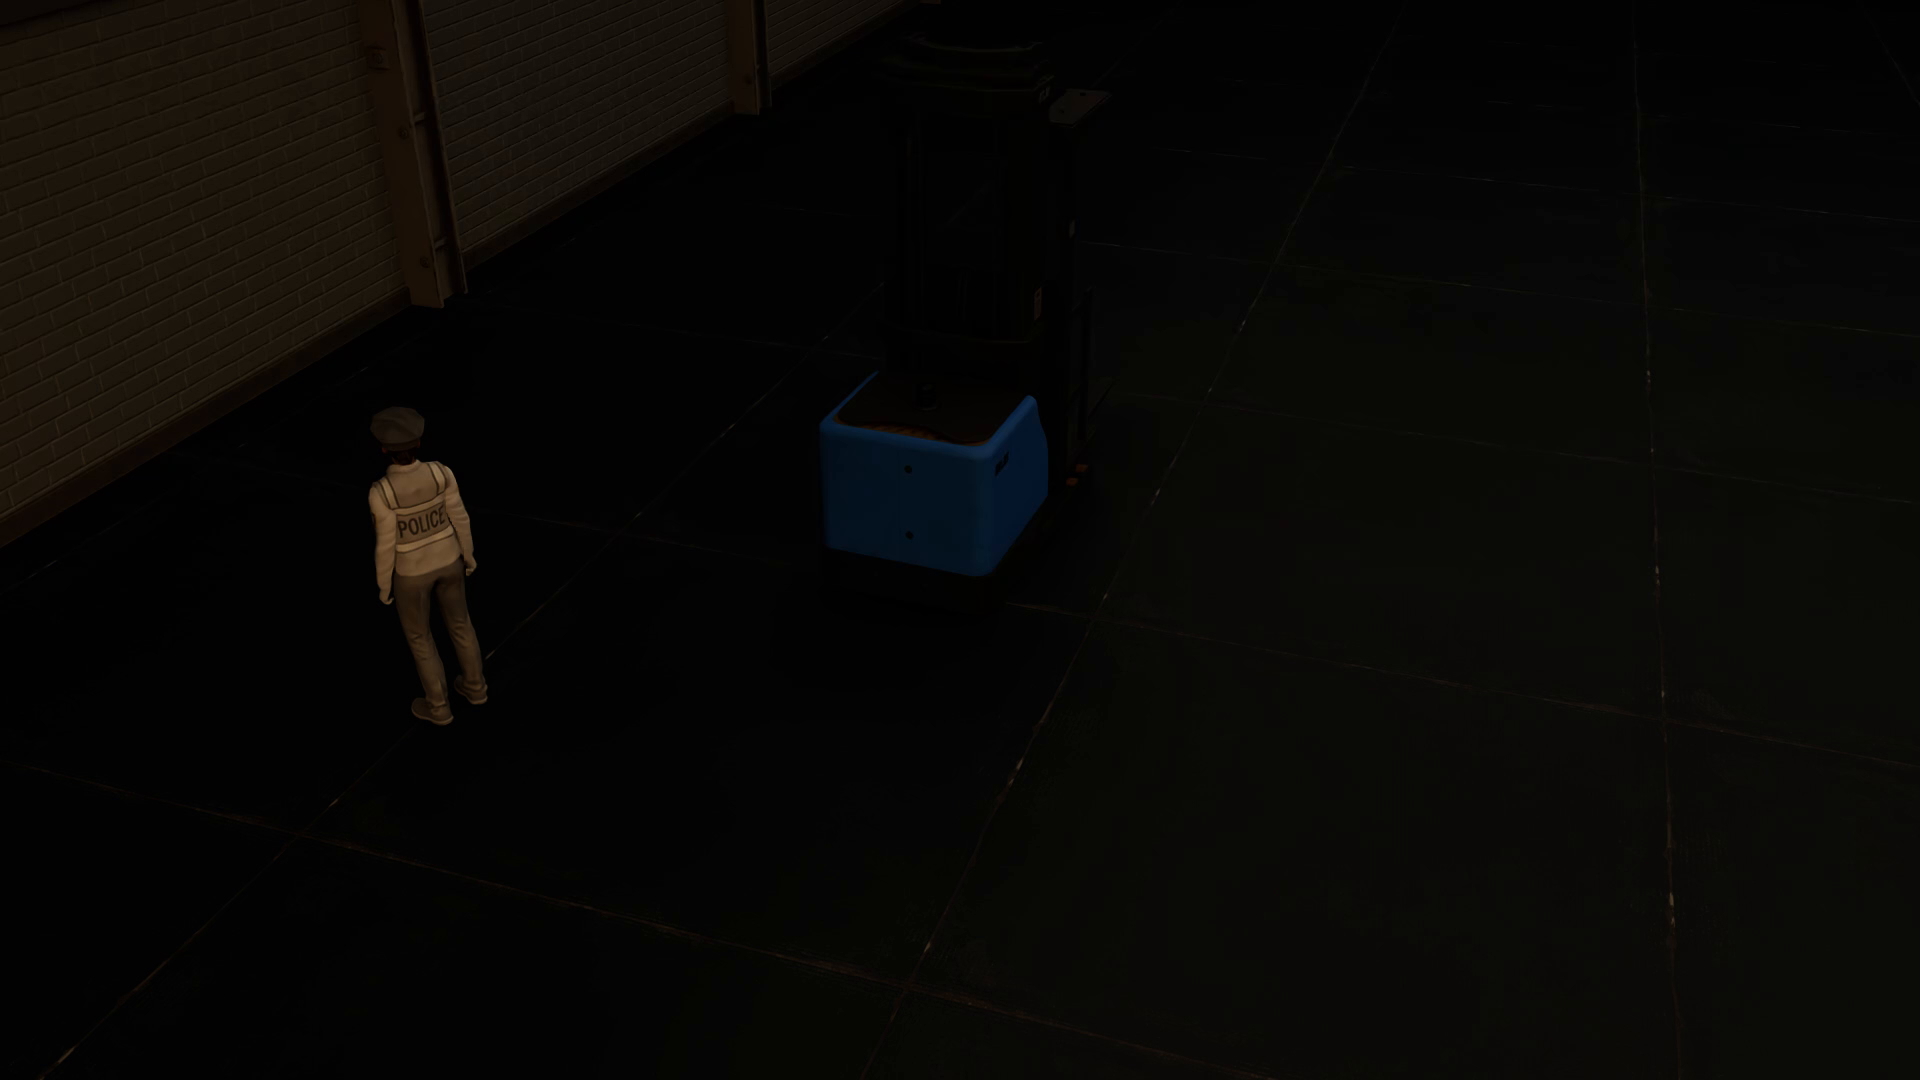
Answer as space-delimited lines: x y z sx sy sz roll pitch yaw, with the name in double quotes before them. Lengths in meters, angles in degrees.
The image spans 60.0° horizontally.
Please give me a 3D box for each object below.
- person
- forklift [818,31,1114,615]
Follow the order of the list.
"person" -2.637 0.132 8.168 0.513 1.687 0.342 -25 38 -37
"forklift" 0.212 -1.571 9.893 1.130 2.935 3.031 11 31 18
